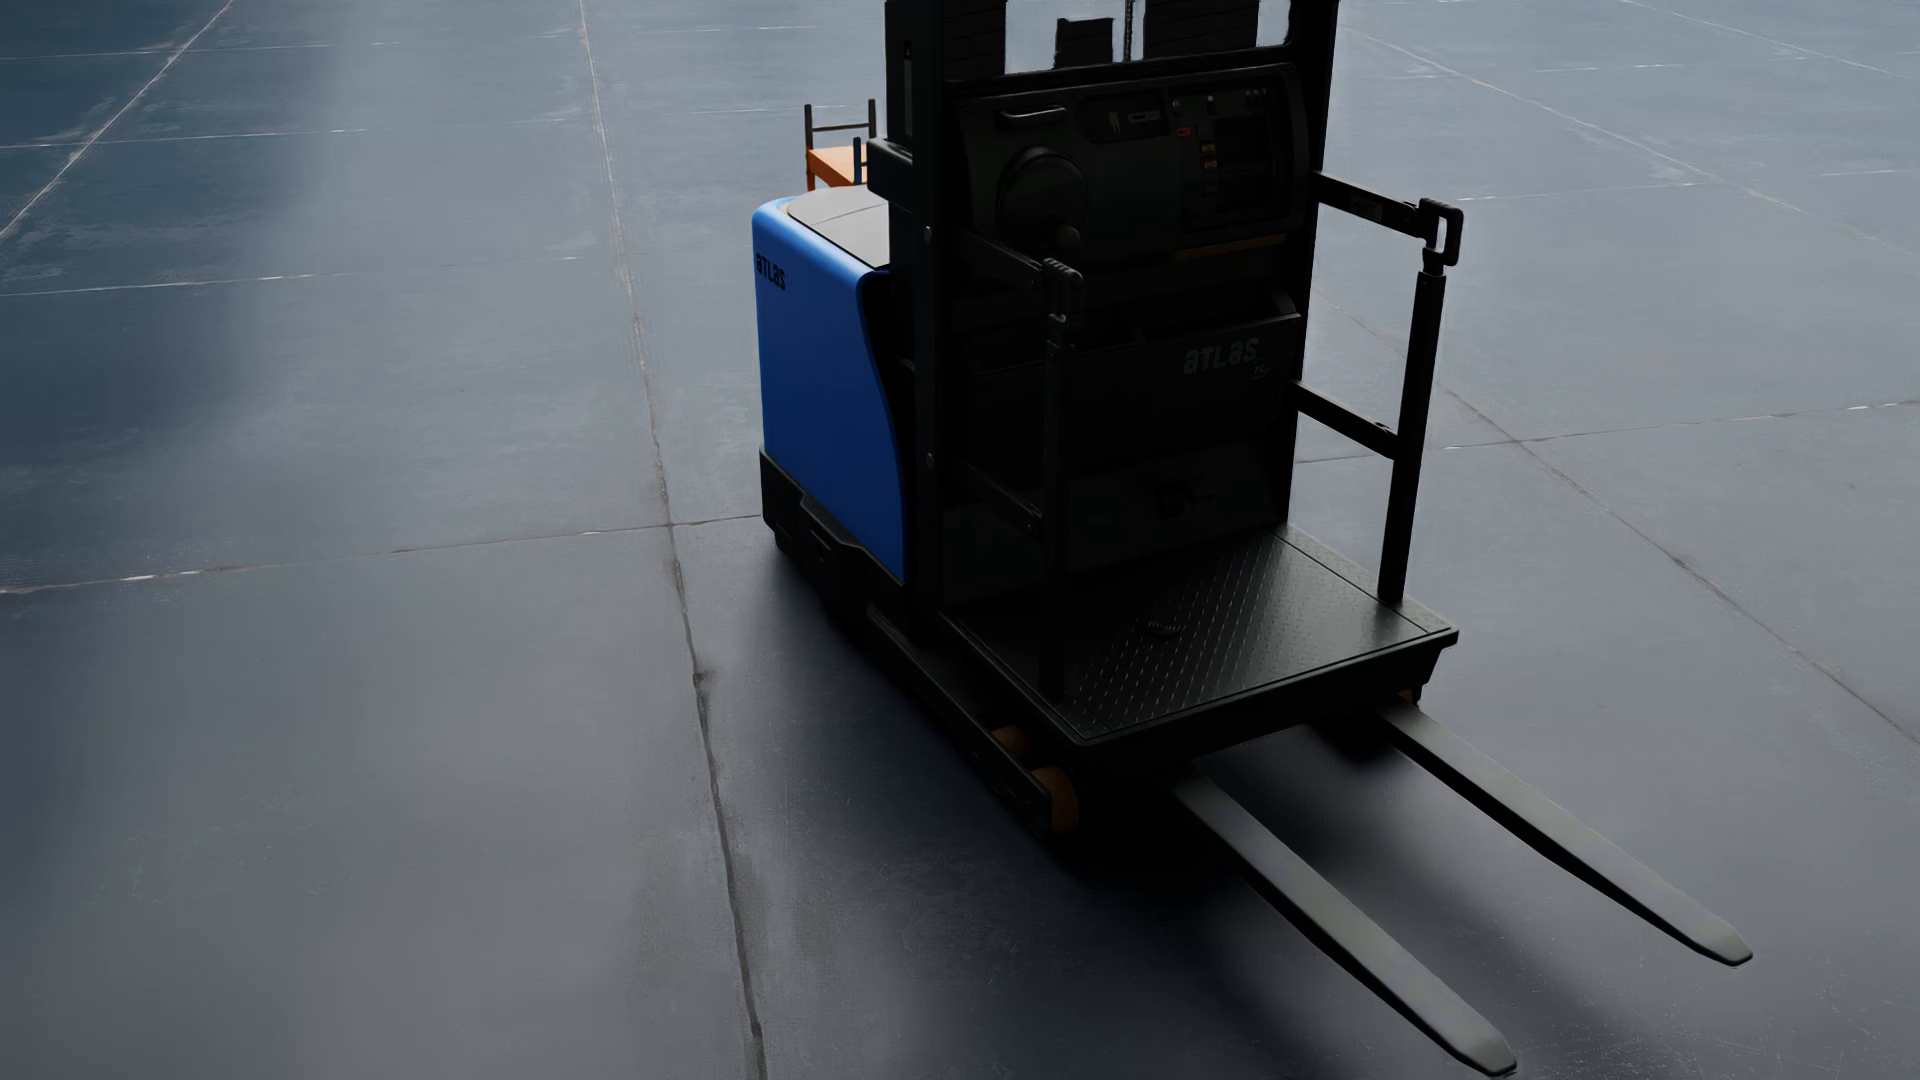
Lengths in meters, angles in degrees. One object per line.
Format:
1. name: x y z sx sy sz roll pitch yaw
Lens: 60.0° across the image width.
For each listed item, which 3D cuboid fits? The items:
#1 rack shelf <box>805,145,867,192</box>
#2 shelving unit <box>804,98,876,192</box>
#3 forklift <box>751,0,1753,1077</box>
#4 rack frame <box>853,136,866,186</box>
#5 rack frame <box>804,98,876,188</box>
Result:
1. rack shelf: -0.299 -1.141 5.306 0.258 0.148 0.480 -10 29 -20
2. shelving unit: -0.299 -0.790 5.483 0.258 1.200 0.503 -10 29 -20
3. forklift: 0.516 -0.847 3.675 1.130 2.935 3.031 -13 30 -25
4. rack frame: -0.207 -0.688 5.282 0.240 1.200 0.015 -10 29 -20
5. rack frame: -0.391 -0.892 5.685 0.240 1.200 0.015 -10 29 -20
